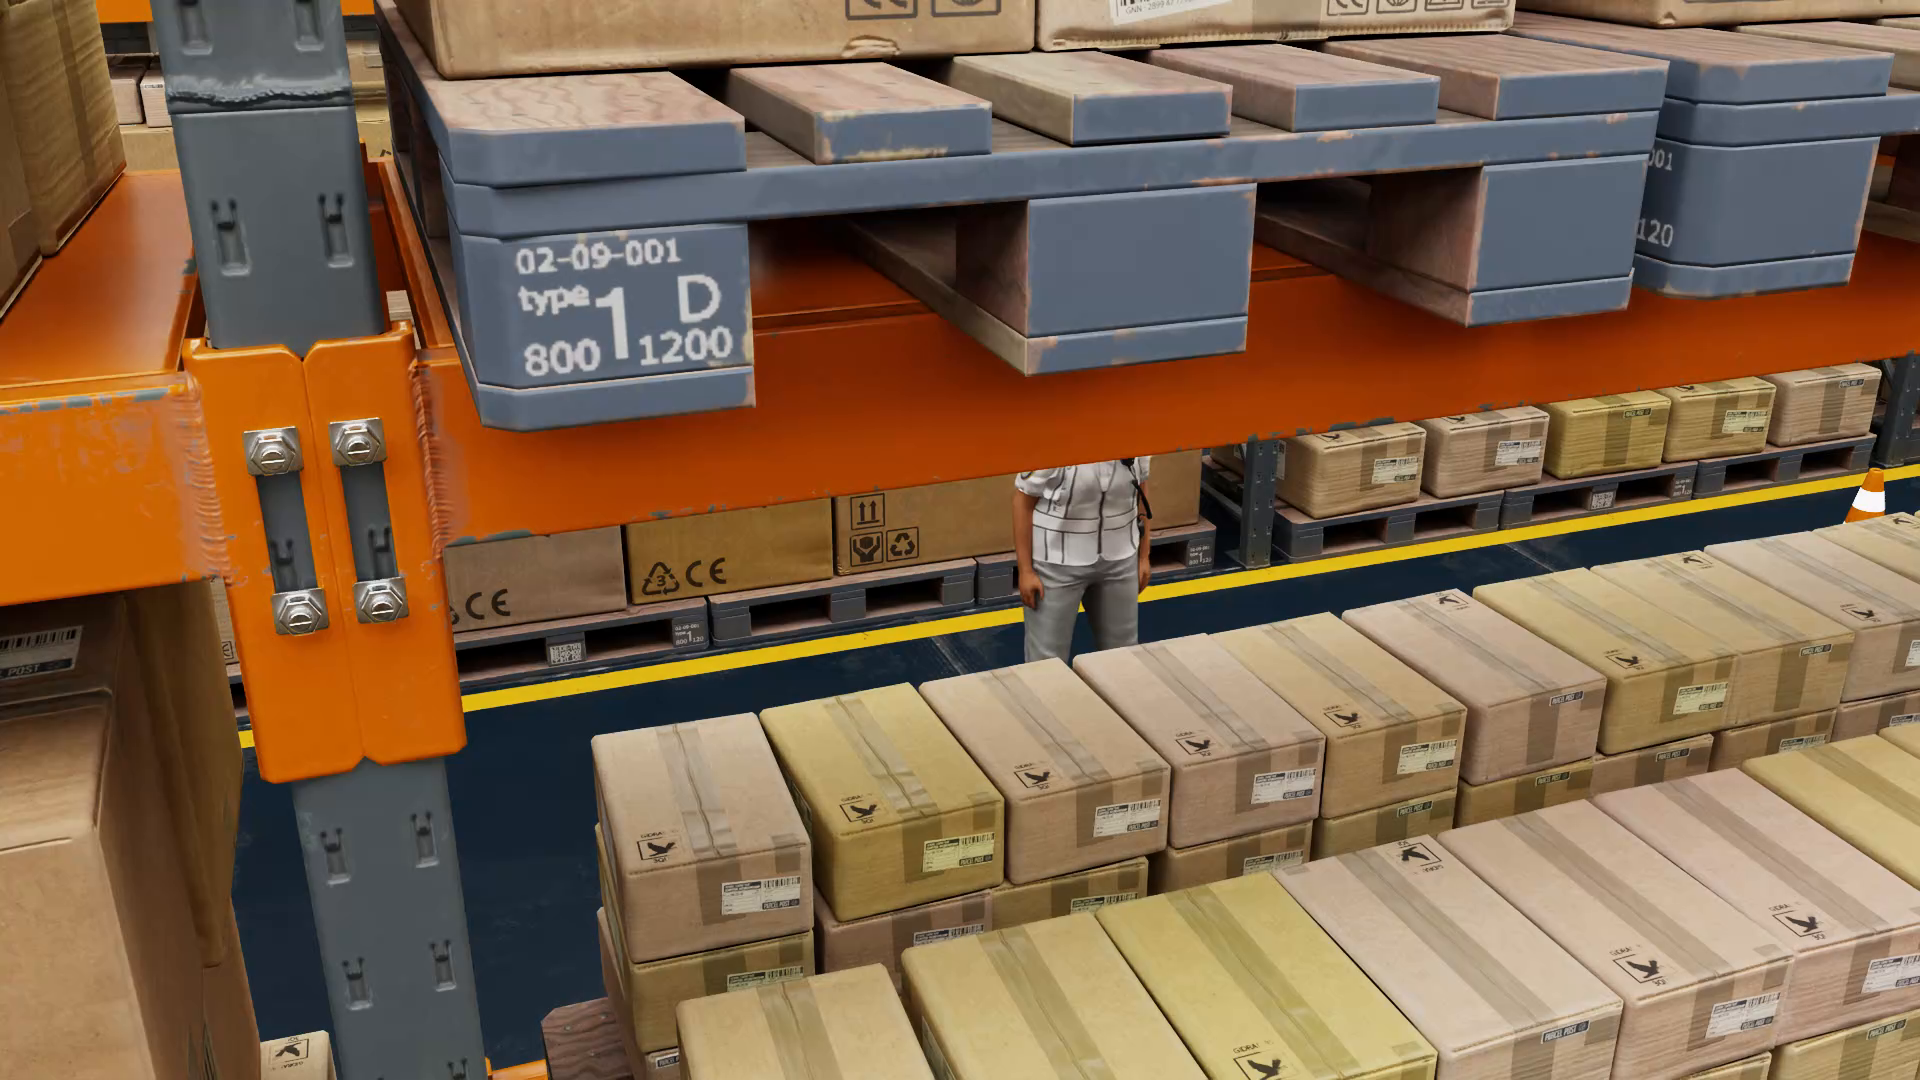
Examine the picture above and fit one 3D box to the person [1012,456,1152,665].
[{"bbox_3d":[0.437,0.095,5.858,0.537,1.665,0.468,-9,24,-20],"label":"person"}]
